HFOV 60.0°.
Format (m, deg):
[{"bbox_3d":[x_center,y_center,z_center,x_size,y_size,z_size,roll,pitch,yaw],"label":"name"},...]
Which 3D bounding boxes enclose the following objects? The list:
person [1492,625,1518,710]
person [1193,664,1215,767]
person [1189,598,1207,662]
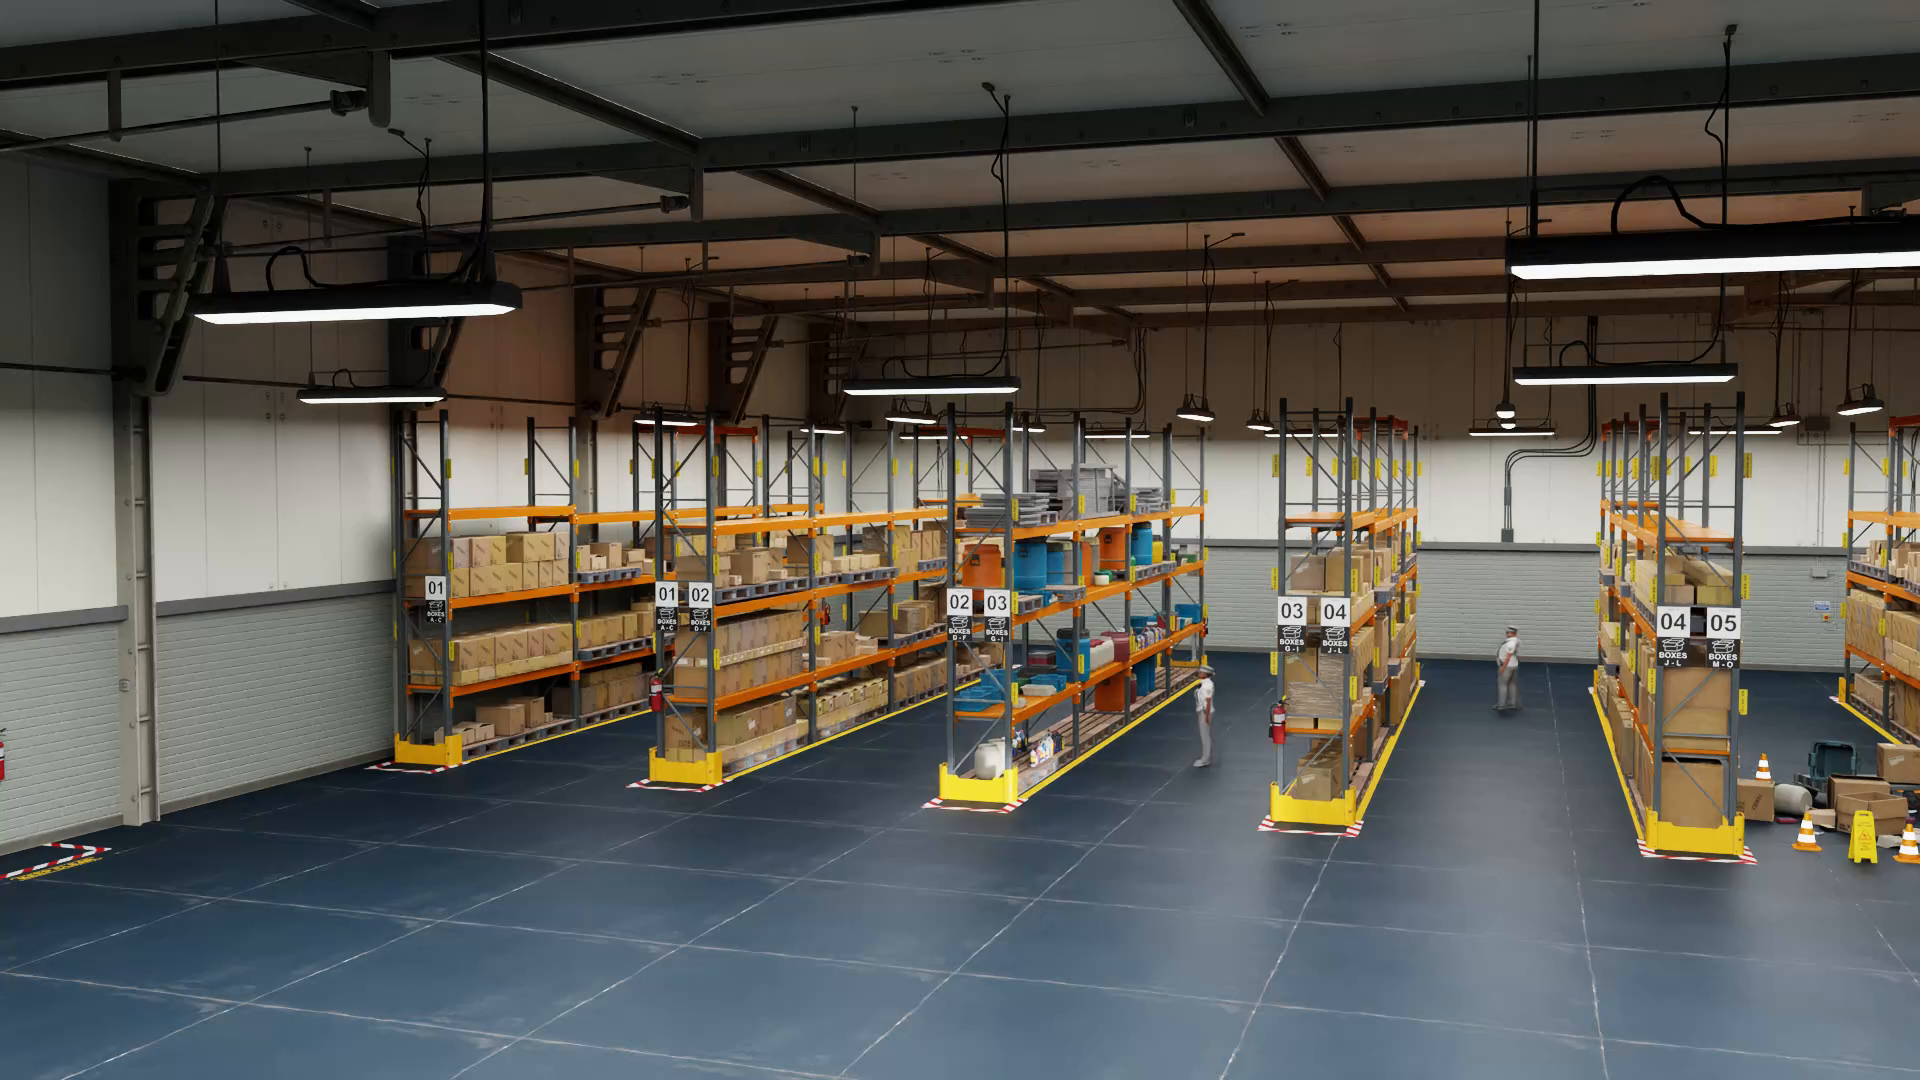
[{"bbox_3d":[11.335,2.646,34.541,0.494,1.759,0.611,2,3,39],"label":"person"},{"bbox_3d":[4.120,2.953,28.171,0.388,1.696,0.541,0,2,0],"label":"person"},{"bbox_3d":[6.081,2.337,42.507,0.494,1.710,0.404,1,3,23],"label":"person"}]
